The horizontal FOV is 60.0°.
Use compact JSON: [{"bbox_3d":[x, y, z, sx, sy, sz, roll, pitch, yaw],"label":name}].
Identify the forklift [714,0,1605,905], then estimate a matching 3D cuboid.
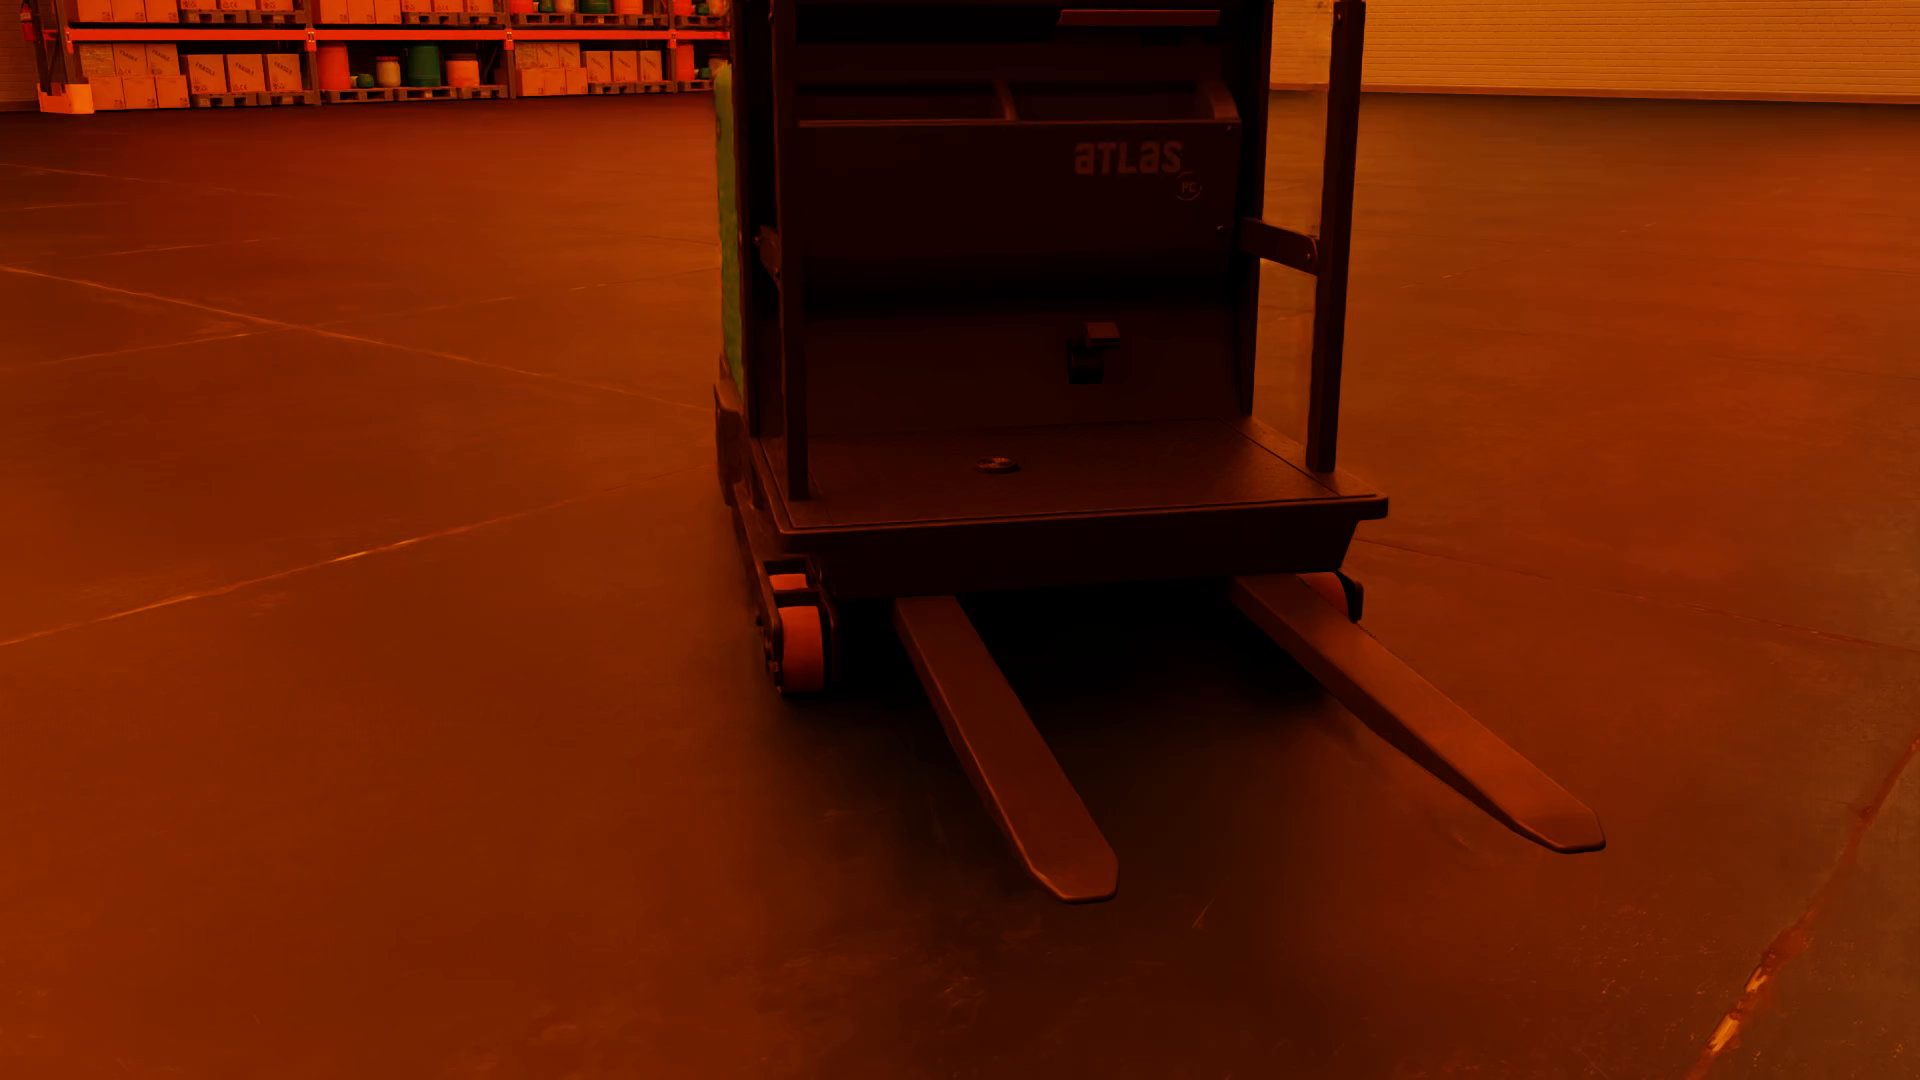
[{"bbox_3d":[0.141,-1.238,2.973,1.130,2.935,3.031,-3,17,-11],"label":"forklift"}]
